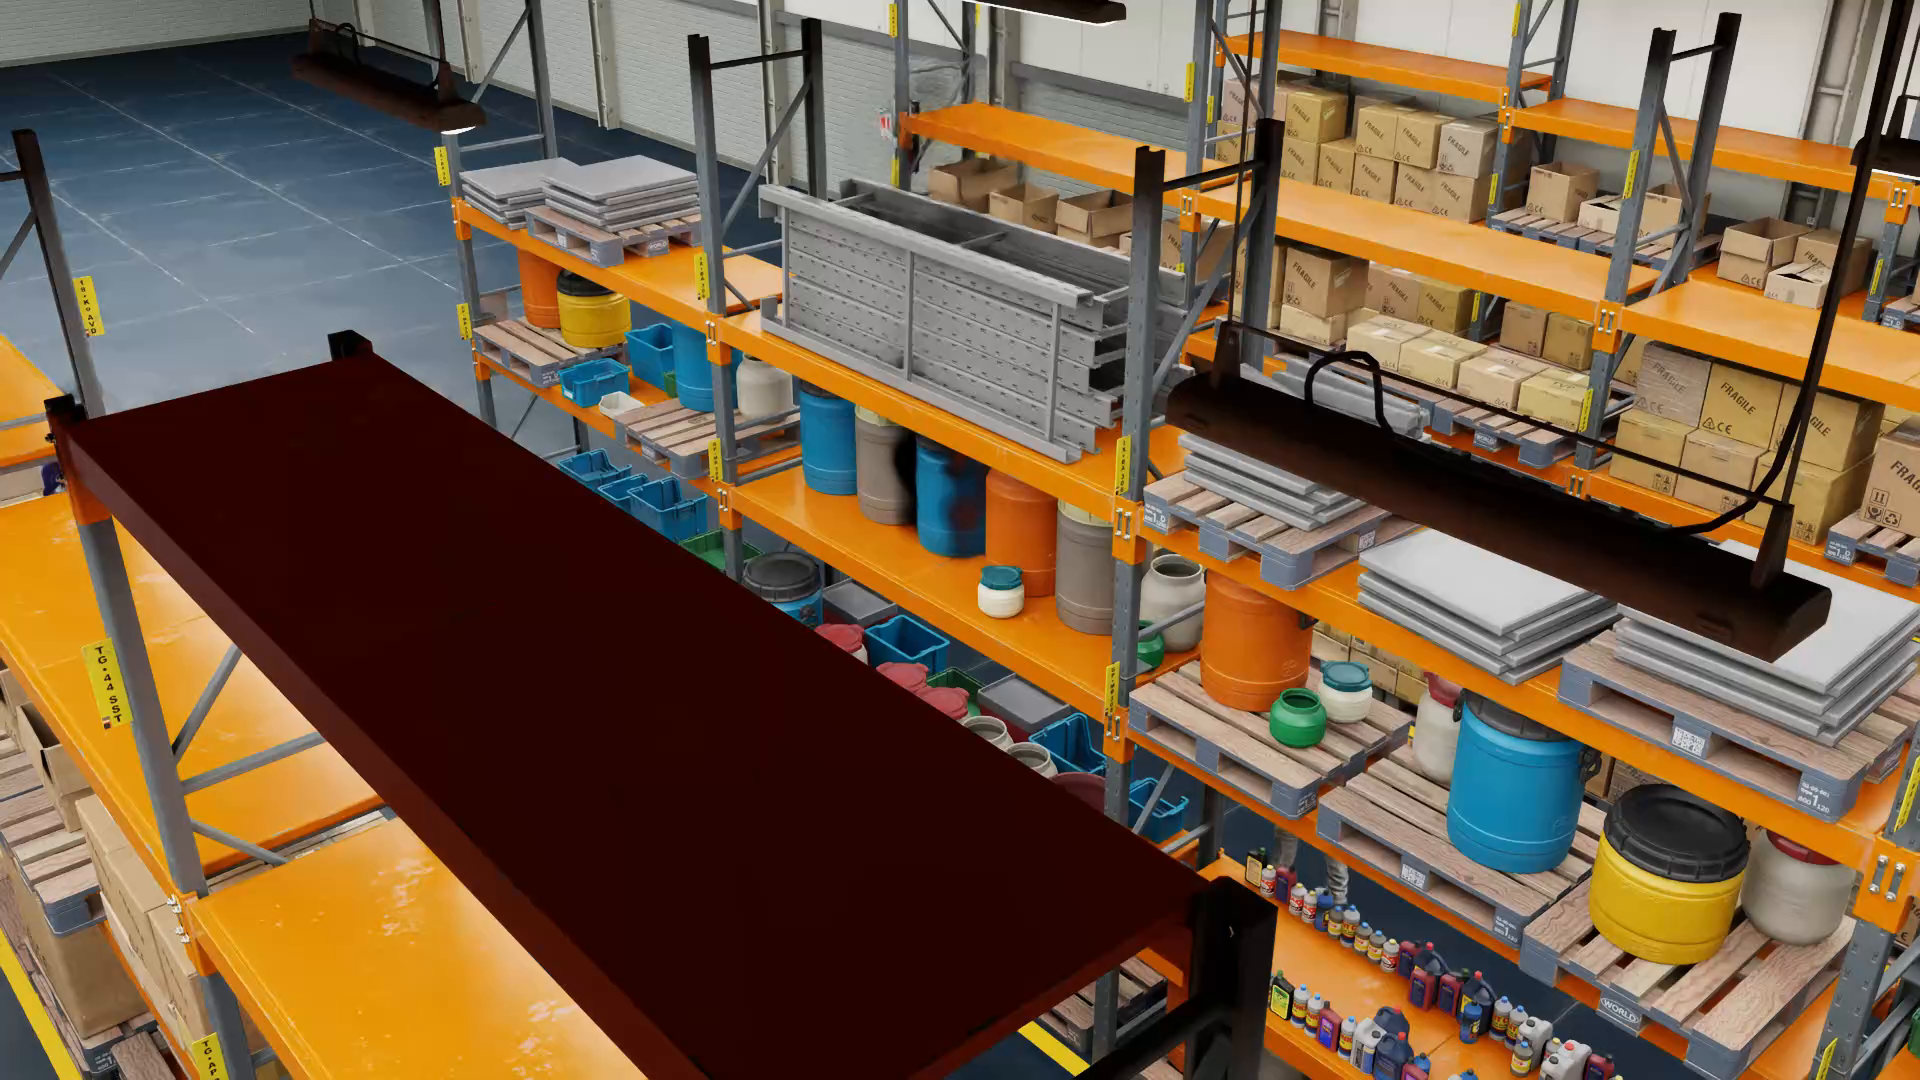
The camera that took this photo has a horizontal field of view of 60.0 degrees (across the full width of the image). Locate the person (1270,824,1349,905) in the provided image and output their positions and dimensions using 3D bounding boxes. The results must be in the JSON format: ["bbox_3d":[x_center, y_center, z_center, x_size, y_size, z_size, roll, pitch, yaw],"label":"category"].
[{"bbox_3d":[2.413,1.759,11.532,0.704,1.892,0.762,-22,35,-37],"label":"person"}]

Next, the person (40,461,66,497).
[{"bbox_3d":[-9.433,-0.862,17.552,0.802,1.610,0.602,-6,27,-11],"label":"person"}]
